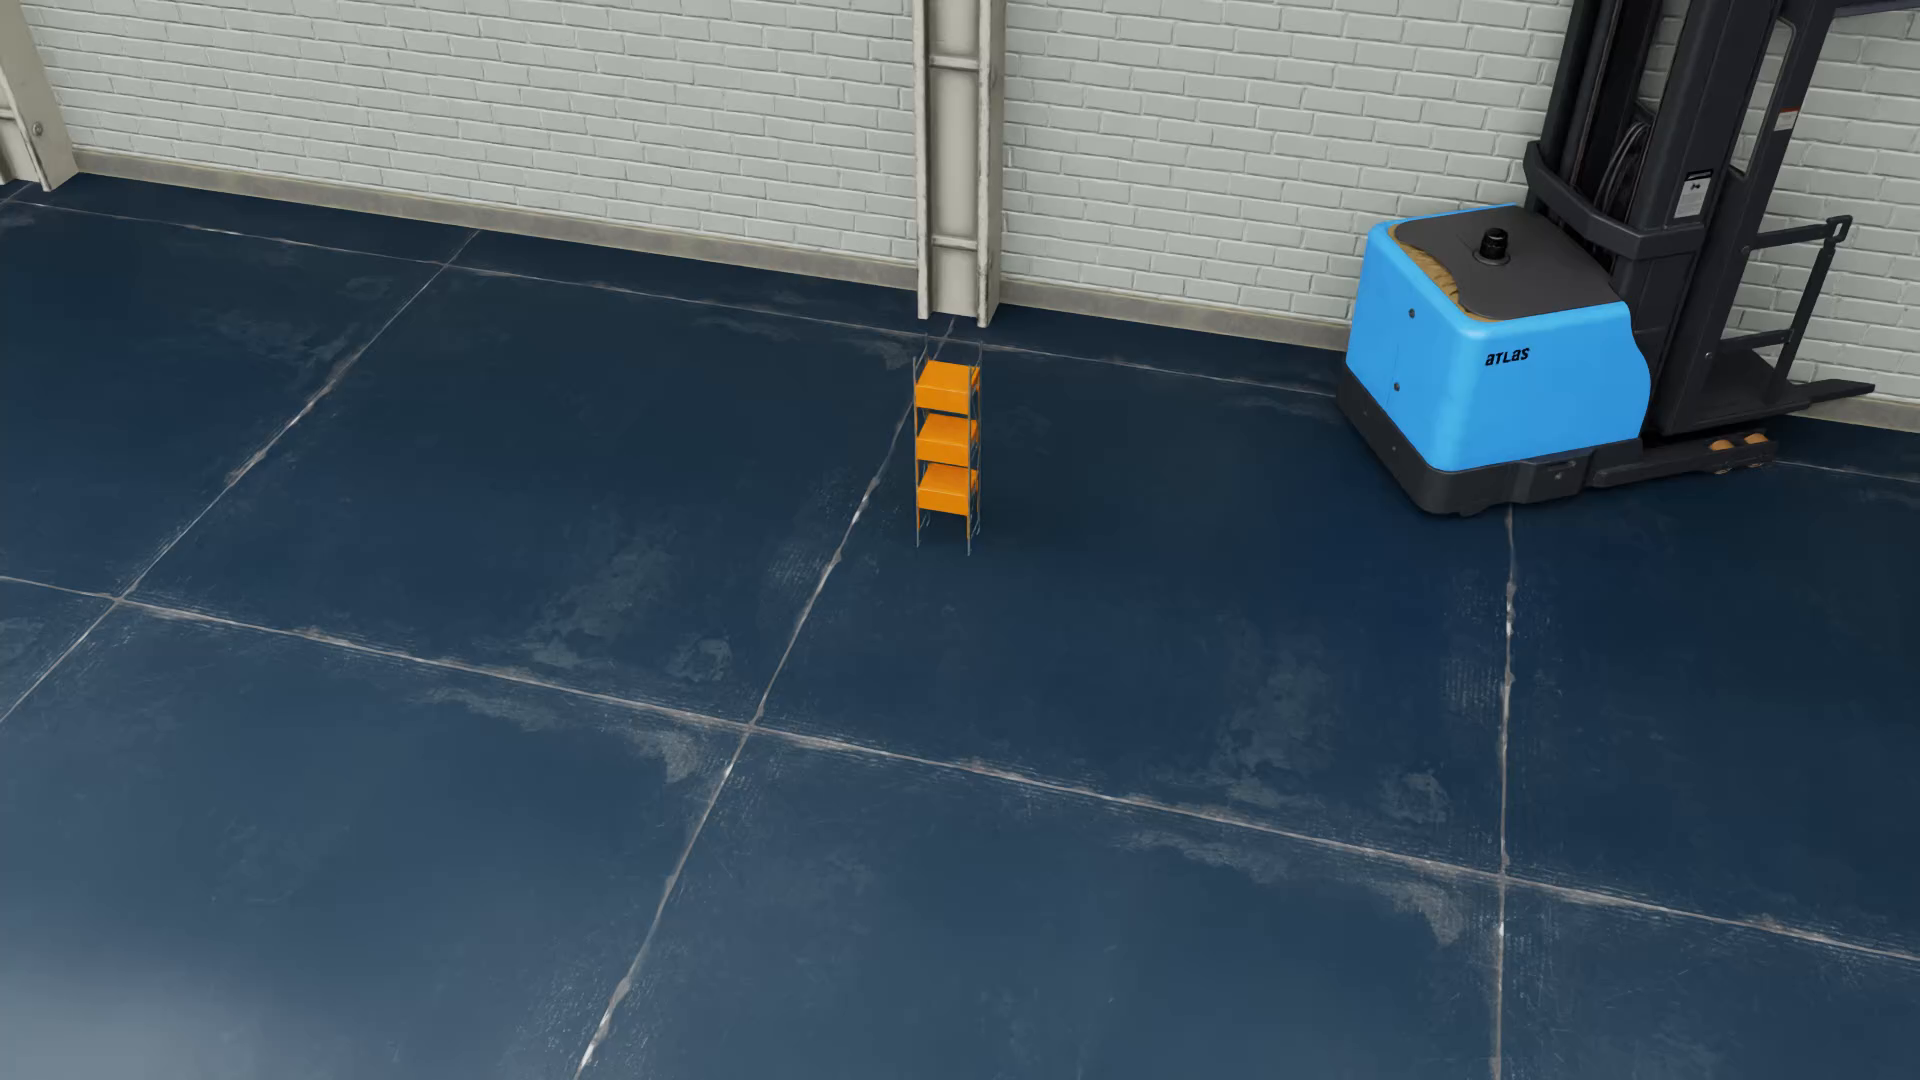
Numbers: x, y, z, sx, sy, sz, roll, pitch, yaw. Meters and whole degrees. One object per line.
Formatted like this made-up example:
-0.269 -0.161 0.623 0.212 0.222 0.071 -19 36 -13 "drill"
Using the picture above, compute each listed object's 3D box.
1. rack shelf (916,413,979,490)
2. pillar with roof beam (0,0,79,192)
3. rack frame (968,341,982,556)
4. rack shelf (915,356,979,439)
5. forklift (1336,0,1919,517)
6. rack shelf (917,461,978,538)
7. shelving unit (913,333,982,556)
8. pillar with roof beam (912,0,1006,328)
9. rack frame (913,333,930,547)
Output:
-0.052 -0.403 7.430 0.240 0.259 0.215 10 41 11 "rack shelf"
-6.912 -3.062 4.399 0.400 9.000 9.100 10 41 11 "pillar with roof beam"
0.066 -0.391 7.399 0.008 1.050 0.200 10 41 11 "rack frame"
-0.052 -0.620 7.247 0.240 0.259 0.215 10 41 11 "rack shelf"
3.491 -1.762 7.570 3.031 2.935 1.130 -10 41 -12 "forklift"
-0.052 -0.190 7.608 0.240 0.259 0.215 10 41 11 "rack shelf"
-0.052 -0.411 7.423 0.252 1.050 0.215 10 41 11 "shelving unit"
-1.116 -2.065 3.212 0.400 9.000 9.100 10 41 11 "pillar with roof beam"
-0.170 -0.431 7.447 0.008 1.050 0.200 10 41 11 "rack frame"
